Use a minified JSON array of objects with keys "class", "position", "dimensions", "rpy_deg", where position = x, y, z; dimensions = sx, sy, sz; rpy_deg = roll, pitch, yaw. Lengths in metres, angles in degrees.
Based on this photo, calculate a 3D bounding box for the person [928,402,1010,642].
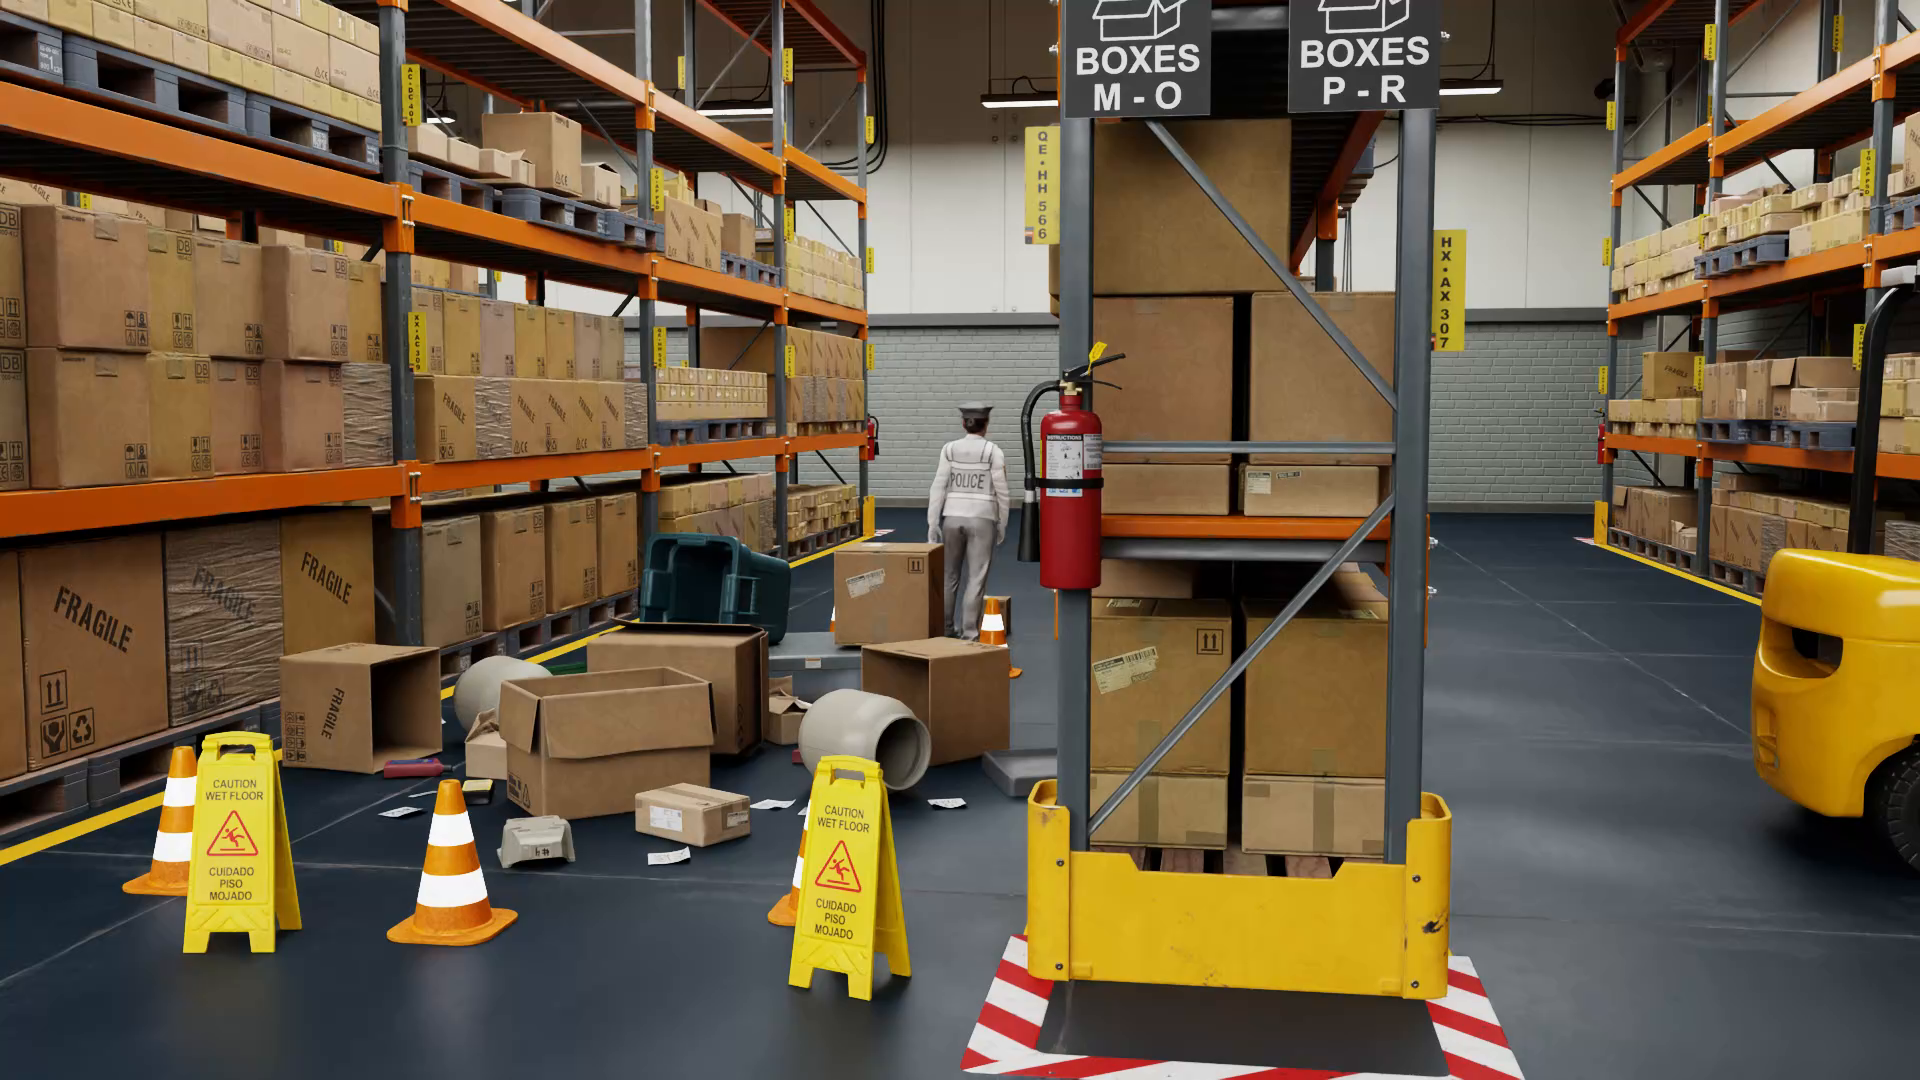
[{"class":"person","position":[0.031,-0.097,11.009],"dimensions":[0.620,1.632,0.720],"rpy_deg":[2,5,26]}]
